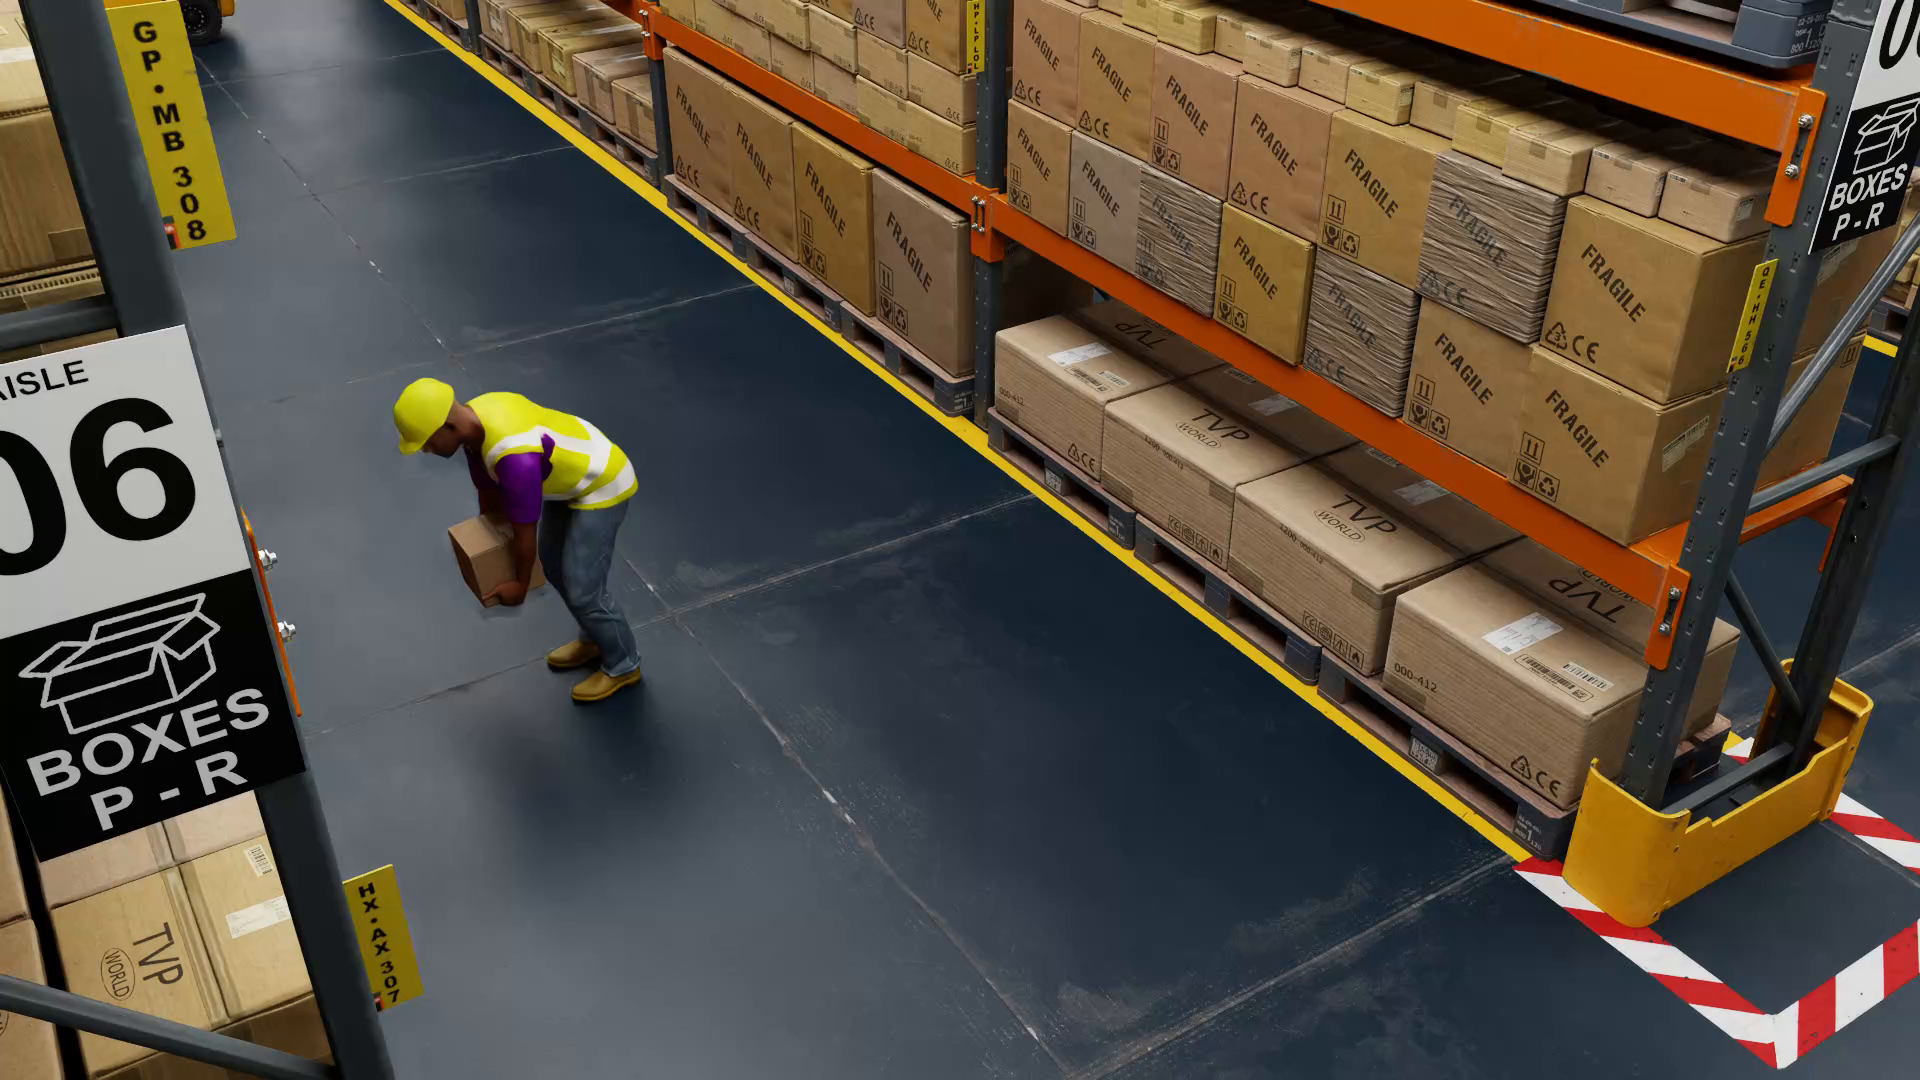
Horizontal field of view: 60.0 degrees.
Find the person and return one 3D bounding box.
[{"bbox_3d":[-1.557,-0.170,6.384,0.570,1.763,0.505,-19,37,-28],"label":"person"}]
